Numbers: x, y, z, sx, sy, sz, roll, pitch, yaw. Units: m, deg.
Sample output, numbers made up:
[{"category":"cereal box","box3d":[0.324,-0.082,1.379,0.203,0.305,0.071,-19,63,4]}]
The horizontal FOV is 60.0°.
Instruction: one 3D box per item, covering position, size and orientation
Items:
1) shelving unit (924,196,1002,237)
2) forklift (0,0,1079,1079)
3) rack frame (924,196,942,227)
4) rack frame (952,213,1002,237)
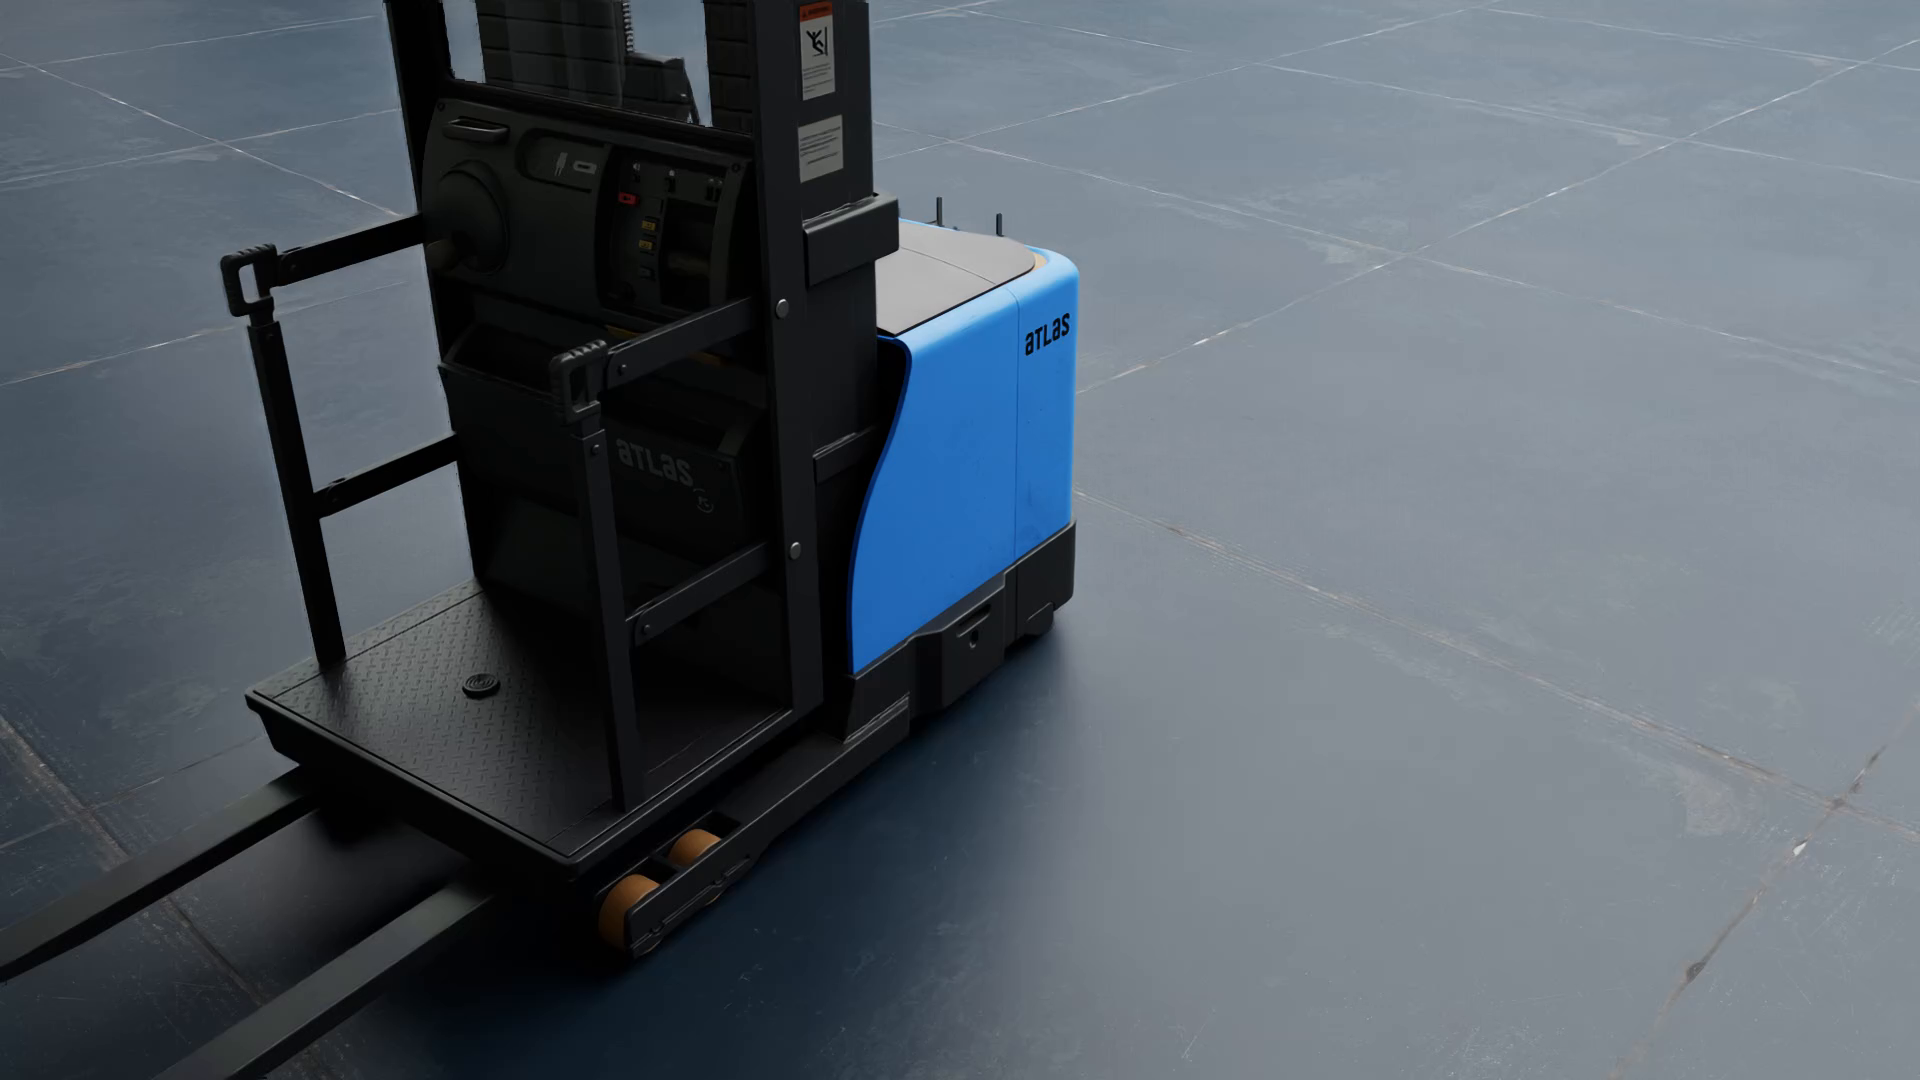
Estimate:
[{"category":"shelving unit","box3d":[-0.038,-0.482,5.039,0.252,1.050,0.215,25,36,38]},{"category":"forklift","box3d":[-0.934,-0.666,3.367,1.130,2.935,3.031,18,33,31]},{"category":"rack frame","box3d":[-0.125,-0.522,5.115,0.008,1.050,0.200,25,36,38]},{"category":"rack frame","box3d":[0.049,-0.442,4.963,0.008,1.050,0.200,25,36,38]}]
